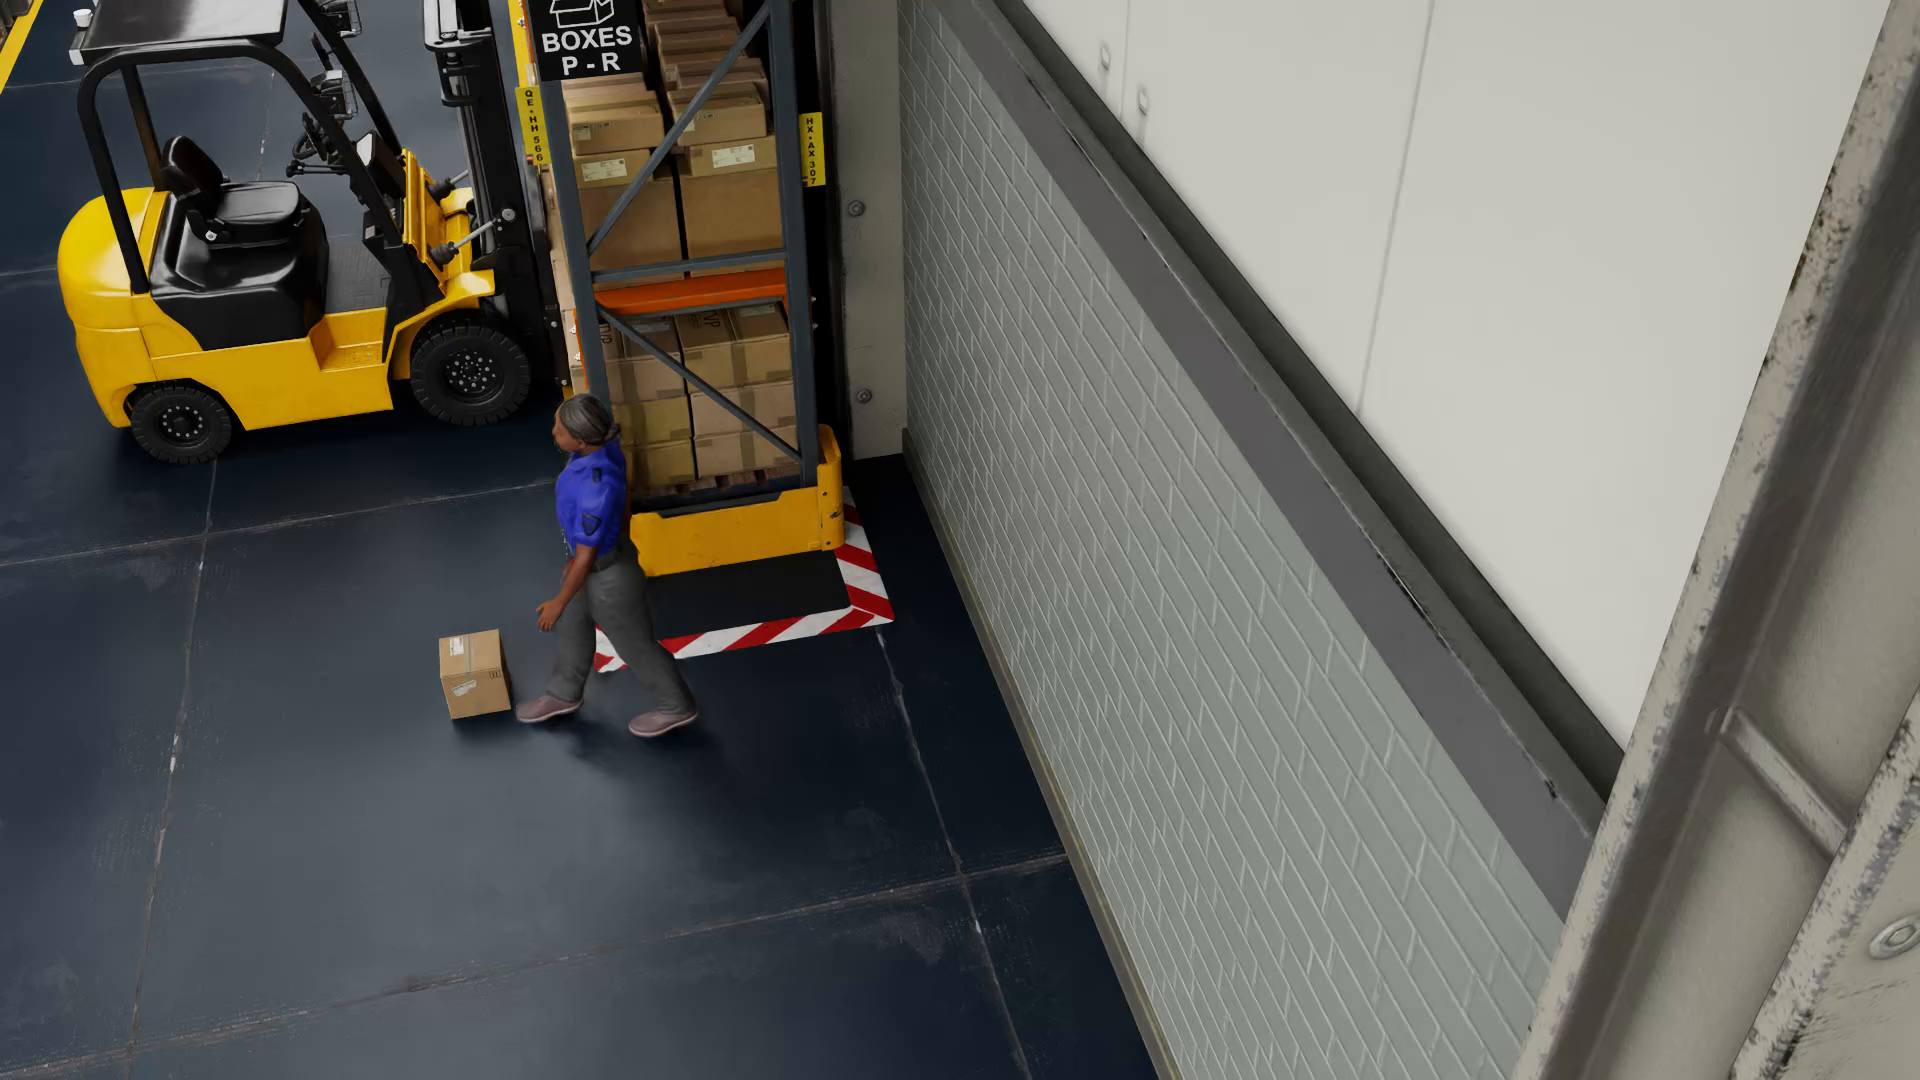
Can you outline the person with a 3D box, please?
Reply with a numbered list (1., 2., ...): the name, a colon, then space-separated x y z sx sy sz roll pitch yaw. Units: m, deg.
1. person: -1.481 0.152 6.513 0.752 1.661 0.461 -9 39 -11
